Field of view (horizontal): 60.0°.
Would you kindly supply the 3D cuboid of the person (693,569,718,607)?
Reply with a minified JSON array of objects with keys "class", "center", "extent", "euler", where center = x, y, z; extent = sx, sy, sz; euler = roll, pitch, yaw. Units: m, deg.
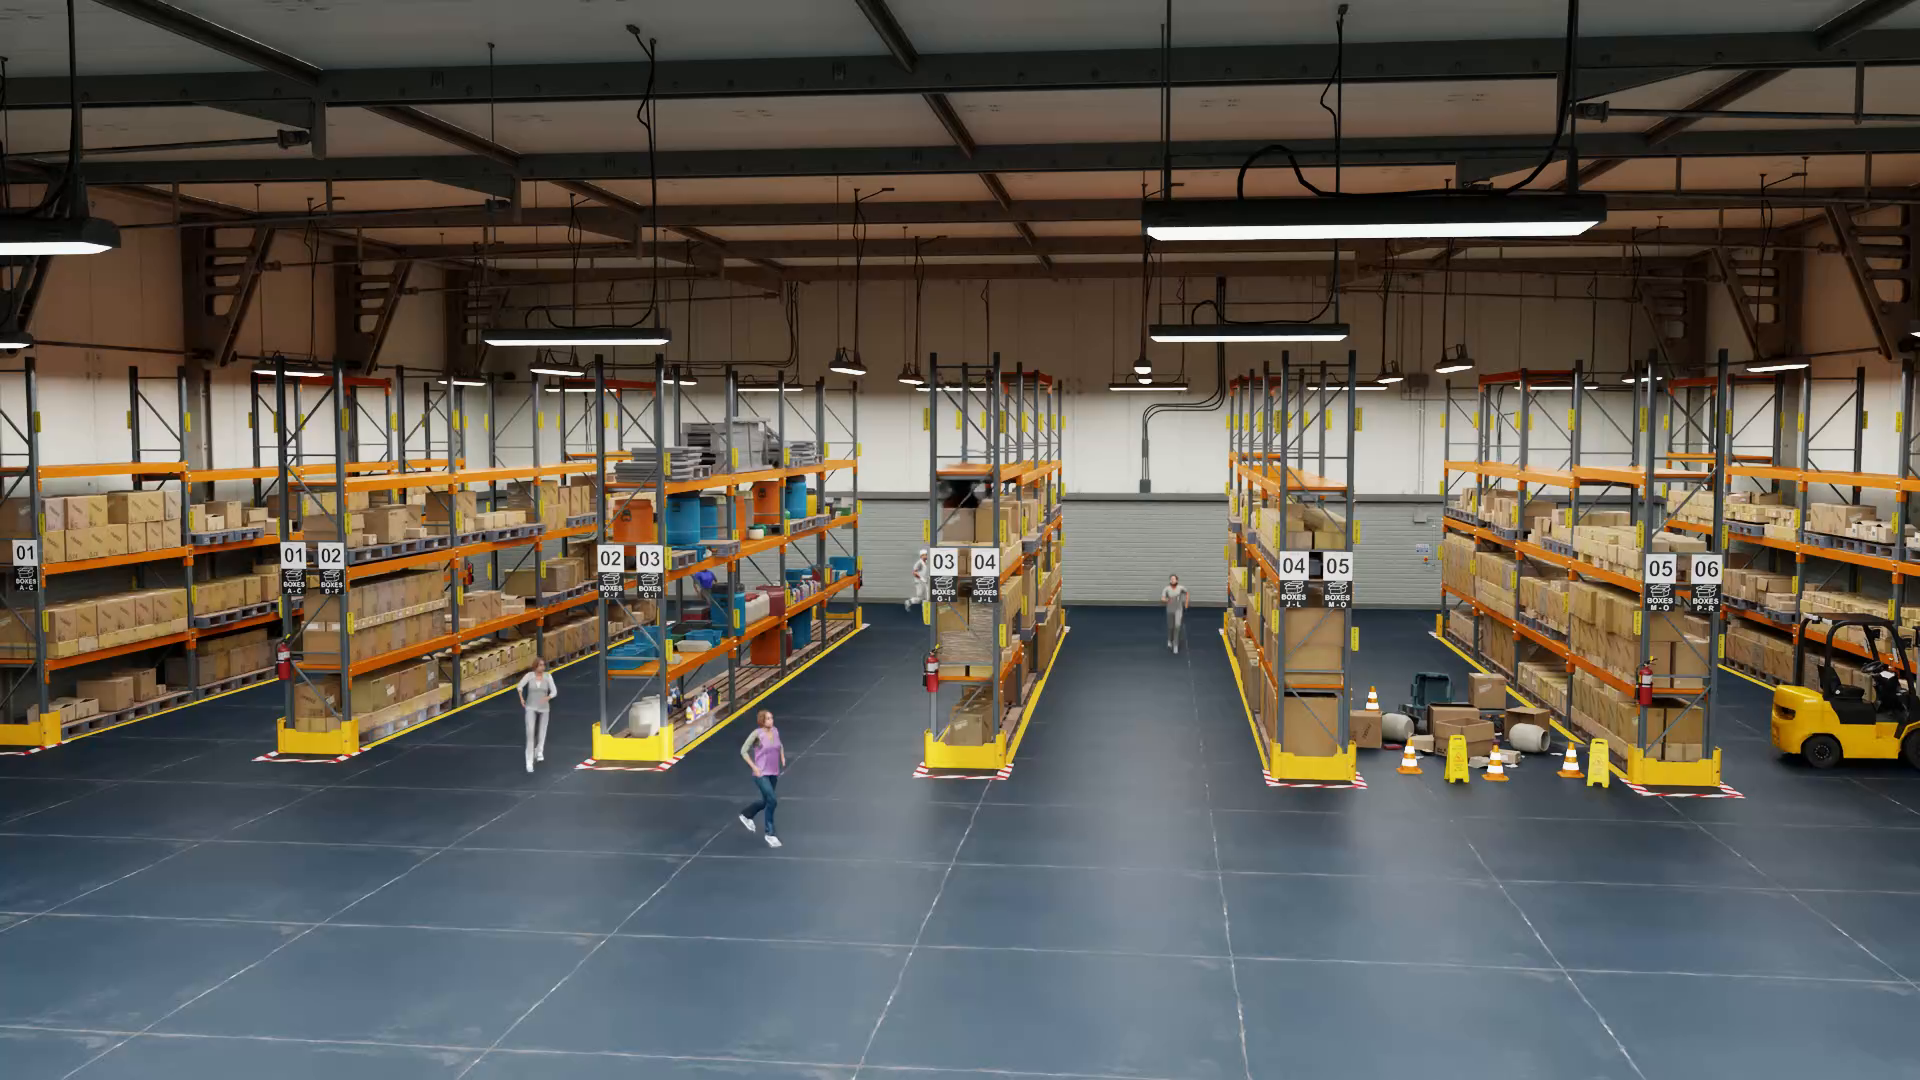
[{"class":"person","center":[-6.174,1.321,40.887],"extent":[0.633,1.603,0.503],"euler":[-4,5,-41]}]

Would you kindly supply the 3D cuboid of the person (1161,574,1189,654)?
[{"class":"person","center":[4.708,1.599,36.415],"extent":[0.576,1.709,0.893],"euler":[1,4,12]}]

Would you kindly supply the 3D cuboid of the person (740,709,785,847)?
[{"class":"person","center":[-2.356,2.812,19.824],"extent":[0.705,1.628,0.564],"euler":[3,5,40]}]

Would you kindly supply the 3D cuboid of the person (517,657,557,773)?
[{"class":"person","center":[-6.122,2.503,24.132],"extent":[0.537,1.623,0.763],"euler":[-2,4,-21]}]

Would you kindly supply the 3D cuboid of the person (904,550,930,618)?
[{"class":"person","center":[-1.024,1.121,42.595],"extent":[0.867,1.766,0.683],"euler":[2,4,24]}]
